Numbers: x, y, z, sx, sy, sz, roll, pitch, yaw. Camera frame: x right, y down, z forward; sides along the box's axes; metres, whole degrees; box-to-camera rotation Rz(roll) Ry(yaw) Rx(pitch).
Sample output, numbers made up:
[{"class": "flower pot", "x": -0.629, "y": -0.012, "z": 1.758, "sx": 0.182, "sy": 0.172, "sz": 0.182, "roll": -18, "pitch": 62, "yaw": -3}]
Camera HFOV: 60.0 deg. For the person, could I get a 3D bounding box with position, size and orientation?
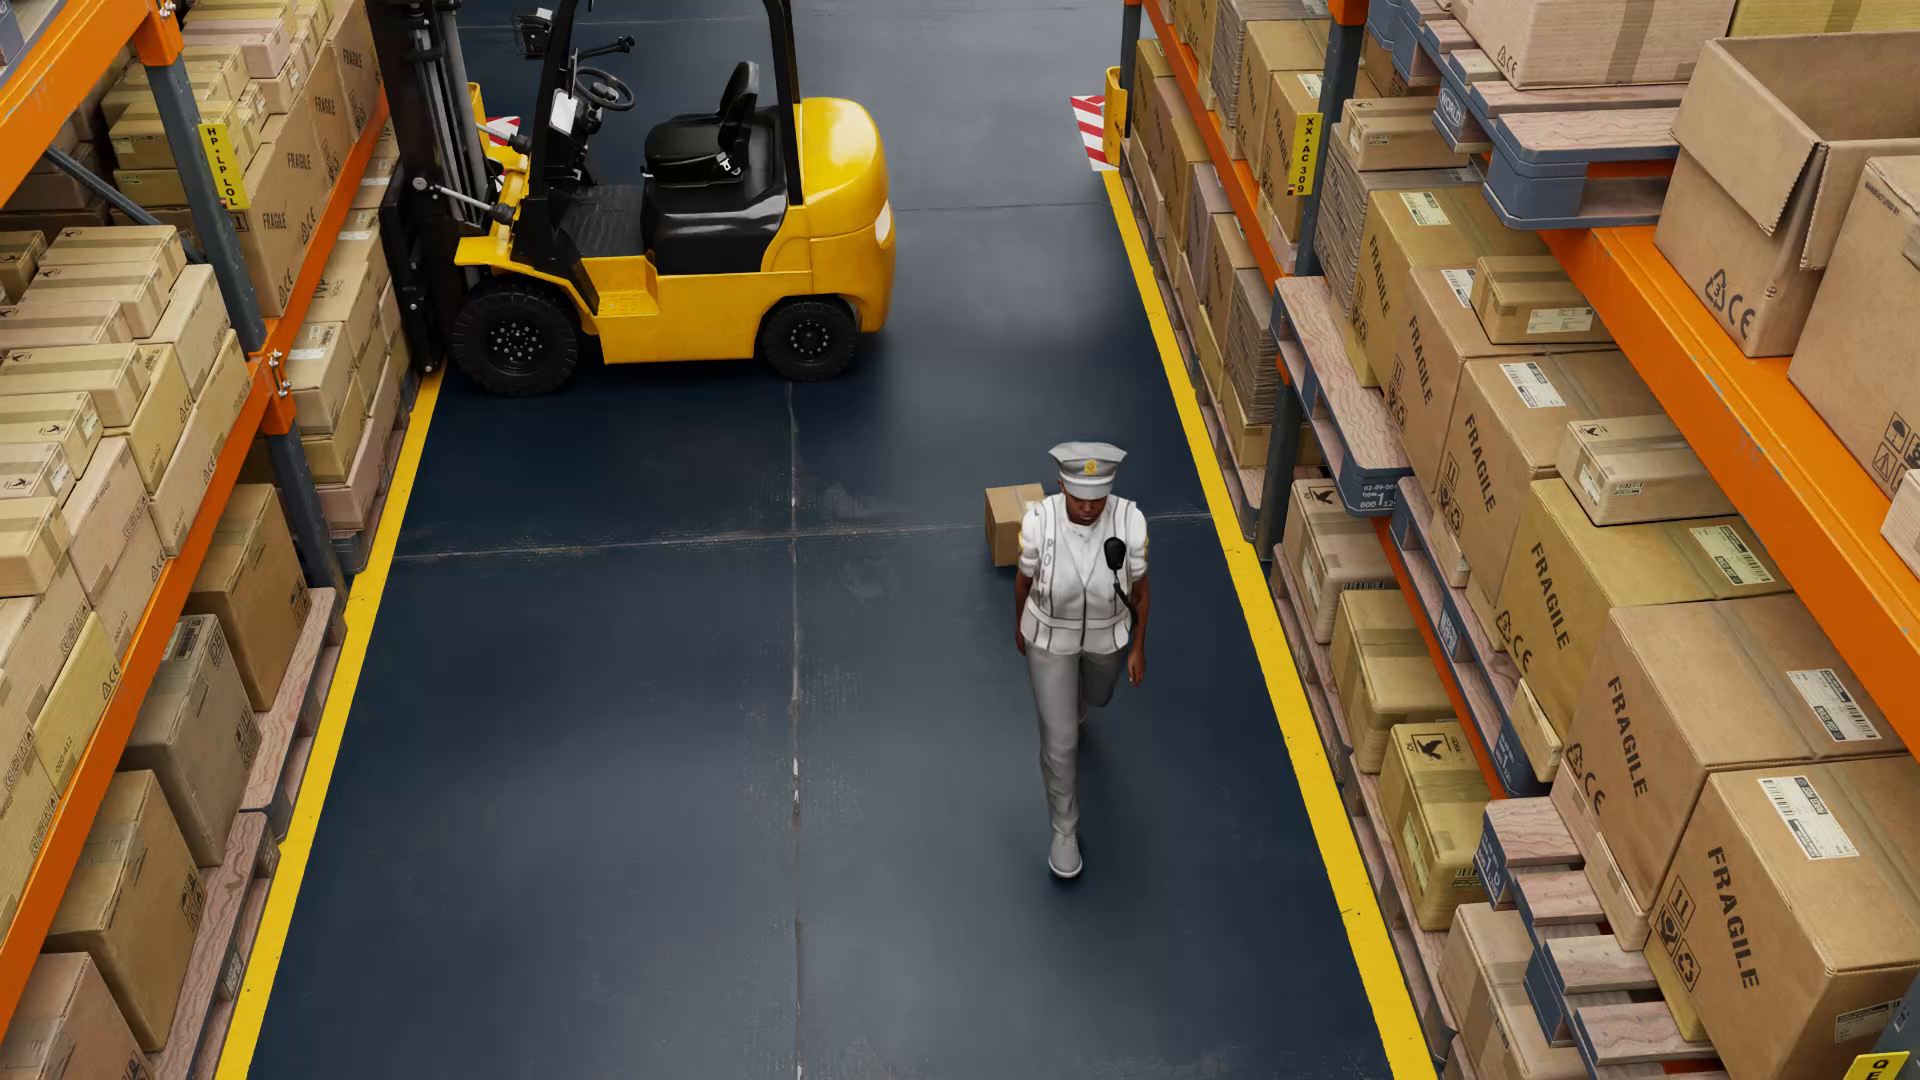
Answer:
[{"class": "person", "x": 0.391, "y": 0.332, "z": 5.890, "sx": 0.386, "sy": 1.331, "sz": 0.793, "roll": -3, "pitch": 39, "yaw": -4}]
